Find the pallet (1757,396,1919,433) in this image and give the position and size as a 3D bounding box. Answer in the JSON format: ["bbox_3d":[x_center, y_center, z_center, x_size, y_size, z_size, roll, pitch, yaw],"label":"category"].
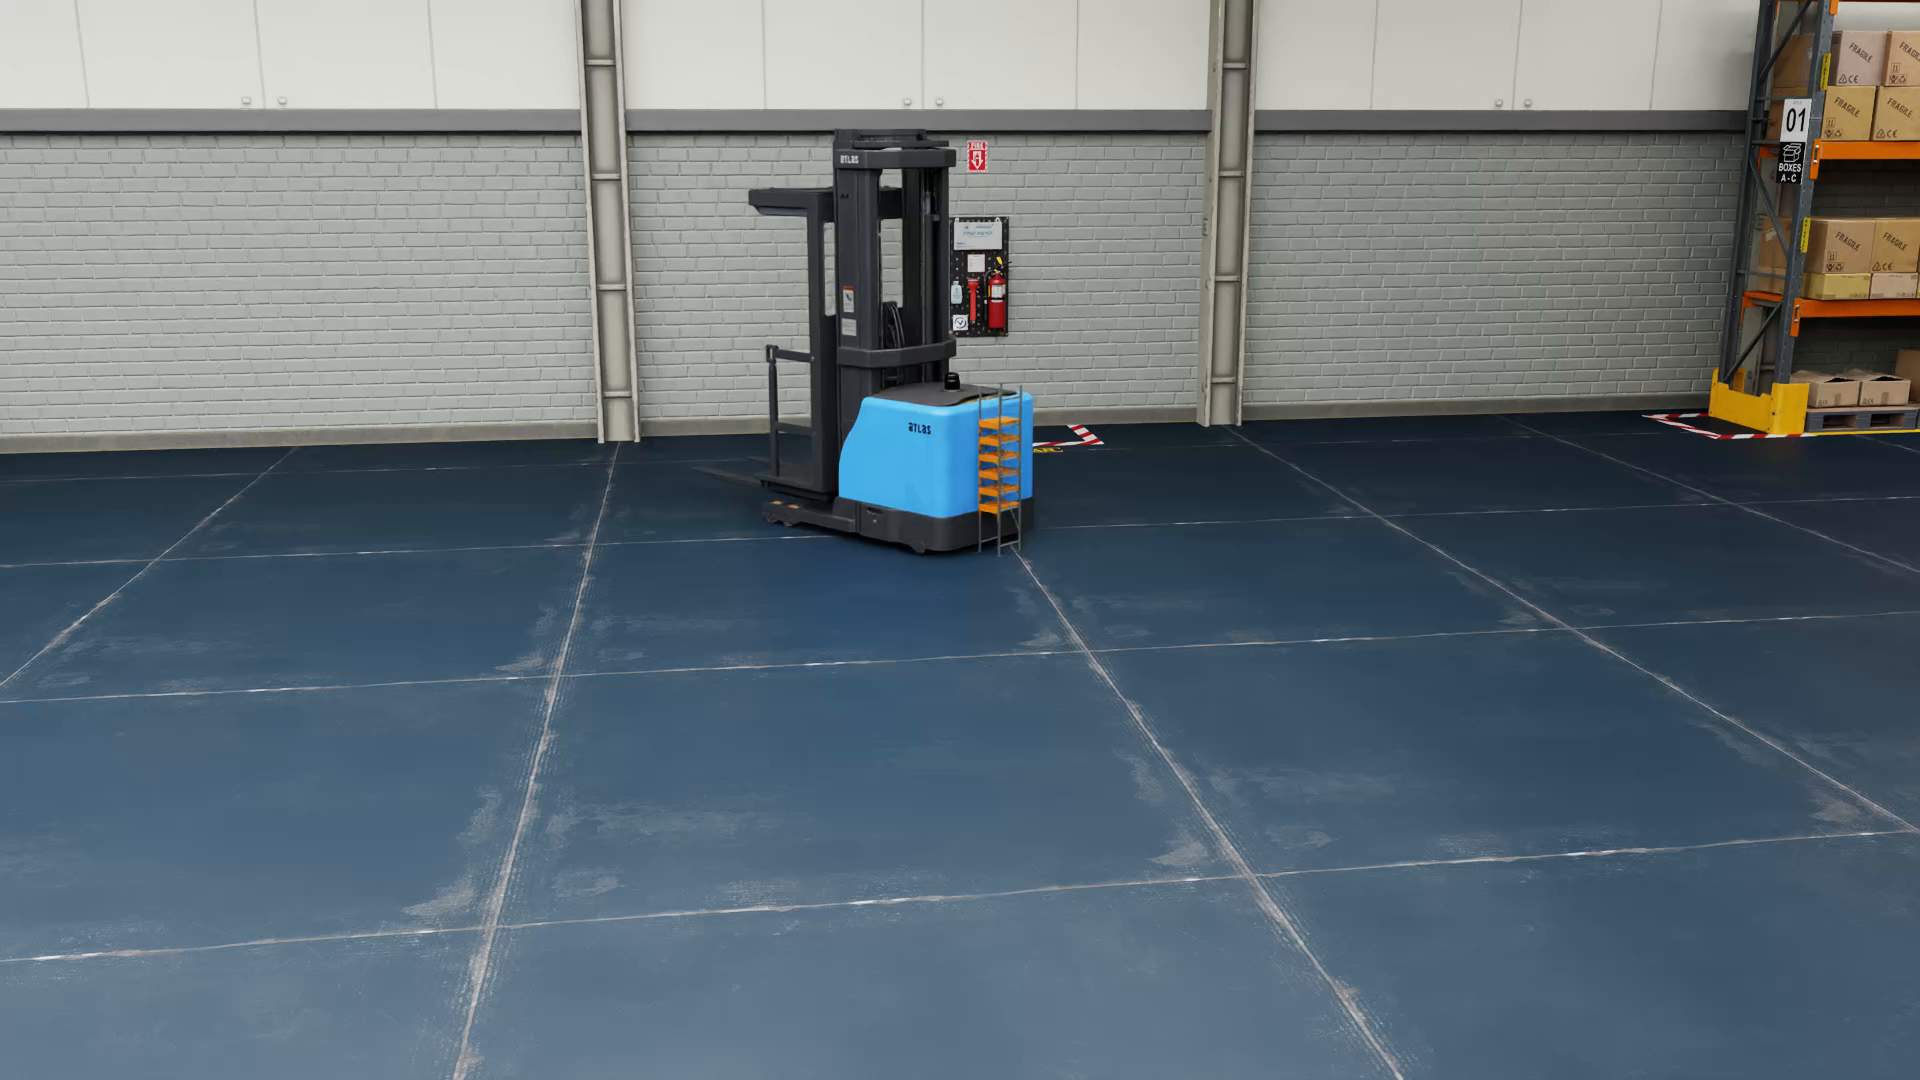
[{"bbox_3d":[8.892,-1.302,16.979,1.213,0.211,1.003,-2,14,-8],"label":"pallet"}]

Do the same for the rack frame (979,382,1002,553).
[{"bbox_3d":[0.215,-0.508,11.779,0.006,1.200,0.240,13,19,41],"label":"rack frame"}]

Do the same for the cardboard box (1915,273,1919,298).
[{"bbox_3d":[9.555,-2.548,16.483,0.500,0.250,0.500,-2,14,-9],"label":"cardboard box"}]

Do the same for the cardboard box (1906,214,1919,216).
[{"bbox_3d":[9.951,-3.053,16.957,0.500,0.500,0.500,-2,14,-8],"label":"cardboard box"}]

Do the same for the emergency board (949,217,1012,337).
[{"bbox_3d":[0.190,-2.566,16.288,0.643,1.169,0.194,-2,14,-8],"label":"emergency board"}]

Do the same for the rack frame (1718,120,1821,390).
[{"bbox_3d":[8.009,-2.631,16.545,0.127,3.000,1.000,-2,14,-8],"label":"rack frame"}]

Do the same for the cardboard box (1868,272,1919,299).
[{"bbox_3d":[9.050,-2.531,16.416,0.500,0.250,0.500,-3,14,-10],"label":"cardboard box"}]

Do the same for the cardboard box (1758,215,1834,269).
[{"bbox_3d":[8.443,-3.000,16.742,0.500,0.500,0.500,-2,14,-9],"label":"cardboard box"}]

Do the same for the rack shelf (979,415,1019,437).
[{"bbox_3d":[0.283,-0.799,11.642,0.180,0.103,0.258,13,19,41],"label":"rack shelf"}]

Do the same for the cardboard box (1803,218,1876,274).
[{"bbox_3d":[8.526,-2.876,16.250,0.500,0.500,0.500,-2,14,-8],"label":"cardboard box"}]

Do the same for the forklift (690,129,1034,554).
[{"bbox_3d":[-0.877,-1.605,12.595,3.031,2.935,1.130,13,19,41],"label":"forklift"}]

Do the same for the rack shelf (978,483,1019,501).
[{"bbox_3d":[0.283,-0.333,11.759,0.180,0.103,0.258,13,19,41],"label":"rack shelf"}]

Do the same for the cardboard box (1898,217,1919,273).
[{"bbox_3d":[9.528,-2.909,16.381,0.500,0.500,0.500,-3,14,-10],"label":"cardboard box"}]

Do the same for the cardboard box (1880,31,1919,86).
[{"bbox_3d":[8.929,-4.590,15.891,0.500,0.500,0.500,-2,14,-9],"label":"cardboard box"}]

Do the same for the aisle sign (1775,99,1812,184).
[{"bbox_3d":[7.982,-3.817,15.931,0.004,0.787,0.394,-2,14,-8],"label":"aisle sign"}]

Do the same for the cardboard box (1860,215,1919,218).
[{"bbox_3d":[9.453,-3.035,16.884,0.500,0.500,0.500,-2,14,-10],"label":"cardboard box"}]

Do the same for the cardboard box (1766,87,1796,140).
[{"bbox_3d":[8.384,-4.220,16.469,0.500,0.500,0.500,-1,14,-4],"label":"cardboard box"}]

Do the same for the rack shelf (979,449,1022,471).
[{"bbox_3d":[0.283,-0.566,11.701,0.180,0.103,0.258,13,19,41],"label":"rack shelf"}]

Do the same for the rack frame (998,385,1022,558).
[{"bbox_3d":[0.350,-0.477,11.659,0.006,1.200,0.240,13,19,41],"label":"rack frame"}]

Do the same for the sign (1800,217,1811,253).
[{"bbox_3d":[8.090,-2.920,15.919,0.005,0.325,0.100,-2,14,-8],"label":"sign"}]

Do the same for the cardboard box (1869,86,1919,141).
[{"bbox_3d":[8.913,-4.107,16.017,0.500,0.500,0.500,-1,14,-5],"label":"cardboard box"}]

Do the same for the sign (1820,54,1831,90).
[{"bbox_3d":[8.090,-4.379,15.553,0.005,0.325,0.100,-2,14,-8],"label":"sign"}]

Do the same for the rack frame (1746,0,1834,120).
[{"bbox_3d":[8.009,-5.541,15.815,0.127,3.000,1.000,-2,14,-8],"label":"rack frame"}]

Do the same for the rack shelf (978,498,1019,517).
[{"bbox_3d":[0.283,-0.217,11.788,0.180,0.103,0.258,13,19,41],"label":"rack shelf"}]

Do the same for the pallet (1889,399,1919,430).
[{"bbox_3d":[10.096,-1.345,17.152,1.213,0.211,1.003,-2,14,-8],"label":"pallet"}]

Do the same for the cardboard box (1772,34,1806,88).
[{"bbox_3d":[8.396,-4.707,16.357,0.500,0.500,0.500,-1,14,-6],"label":"cardboard box"}]

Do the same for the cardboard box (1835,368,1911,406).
[{"bbox_3d":[9.270,-1.564,16.915,0.500,0.311,0.500,-1,14,-4],"label":"cardboard box"}]

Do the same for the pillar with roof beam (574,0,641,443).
[{"bbox_3d":[-2.653,-4.304,10.883,0.400,9.000,9.100,-2,14,-8],"label":"pillar with roof beam"}]

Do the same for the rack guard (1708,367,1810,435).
[{"bbox_3d":[8.084,-1.421,16.860,0.348,0.500,1.175,-2,14,-8],"label":"rack guard"}]

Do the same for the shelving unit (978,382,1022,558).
[{"bbox_3d":[0.283,-0.492,11.719,0.189,1.200,0.258,13,19,41],"label":"shelving unit"}]

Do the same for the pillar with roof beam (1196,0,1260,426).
[{"bbox_3d":[3.280,-4.521,11.750,0.400,9.000,9.100,-2,14,-8],"label":"pillar with roof beam"}]

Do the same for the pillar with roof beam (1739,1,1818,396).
[{"bbox_3d":[9.213,-4.738,12.617,0.400,9.000,9.100,-2,14,-8],"label":"pillar with roof beam"}]

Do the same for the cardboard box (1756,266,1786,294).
[{"bbox_3d":[8.442,-2.631,16.814,0.500,0.250,0.500,-2,14,-7],"label":"cardboard box"}]

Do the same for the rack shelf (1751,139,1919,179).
[{"bbox_3d":[9.986,-3.809,16.557,4.000,0.370,1.077,-2,14,-8],"label":"rack shelf"}]

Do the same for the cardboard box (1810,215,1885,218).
[{"bbox_3d":[8.942,-3.015,16.805,0.500,0.500,0.500,-2,14,-8],"label":"cardboard box"}]

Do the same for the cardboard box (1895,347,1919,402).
[{"bbox_3d":[10.003,-1.670,16.950,0.500,0.500,0.700,-3,14,-12],"label":"cardboard box"}]

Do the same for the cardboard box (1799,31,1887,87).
[{"bbox_3d":[8.426,-4.584,15.867,0.500,0.500,0.500,-3,14,-12],"label":"cardboard box"}]

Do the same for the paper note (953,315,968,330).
[{"bbox_3d":[0.004,-2.149,16.436,0.142,0.148,0.016,-2,14,-8],"label":"paper note"}]

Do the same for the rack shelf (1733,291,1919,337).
[{"bbox_3d":[9.986,-2.354,16.922,4.000,0.370,1.077,-2,14,-8],"label":"rack shelf"}]

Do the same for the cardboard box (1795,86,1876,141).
[{"bbox_3d":[8.377,-4.096,15.974,0.500,0.500,0.500,-2,14,-7],"label":"cardboard box"}]

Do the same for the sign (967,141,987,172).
[{"bbox_3d":[0.167,-3.714,16.101,0.199,0.298,0.001,-2,14,-8],"label":"sign"}]

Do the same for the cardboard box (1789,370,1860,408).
[{"bbox_3d":[8.706,-1.543,16.832,0.500,0.311,0.500,-4,15,-15],"label":"cardboard box"}]

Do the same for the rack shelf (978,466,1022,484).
[{"bbox_3d":[0.283,-0.449,11.730,0.180,0.103,0.258,13,19,41],"label":"rack shelf"}]

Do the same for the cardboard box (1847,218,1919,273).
[{"bbox_3d":[9.016,-2.892,16.312,0.500,0.500,0.500,-2,14,-8],"label":"cardboard box"}]

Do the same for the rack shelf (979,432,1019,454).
[{"bbox_3d":[0.283,-0.682,11.671,0.180,0.103,0.258,13,19,41],"label":"rack shelf"}]

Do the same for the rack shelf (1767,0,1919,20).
[{"bbox_3d":[9.986,-5.262,16.192,4.000,0.370,1.077,-2,14,-8],"label":"rack shelf"}]

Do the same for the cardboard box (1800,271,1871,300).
[{"bbox_3d":[8.539,-2.509,16.327,0.500,0.250,0.500,-3,14,-10],"label":"cardboard box"}]
